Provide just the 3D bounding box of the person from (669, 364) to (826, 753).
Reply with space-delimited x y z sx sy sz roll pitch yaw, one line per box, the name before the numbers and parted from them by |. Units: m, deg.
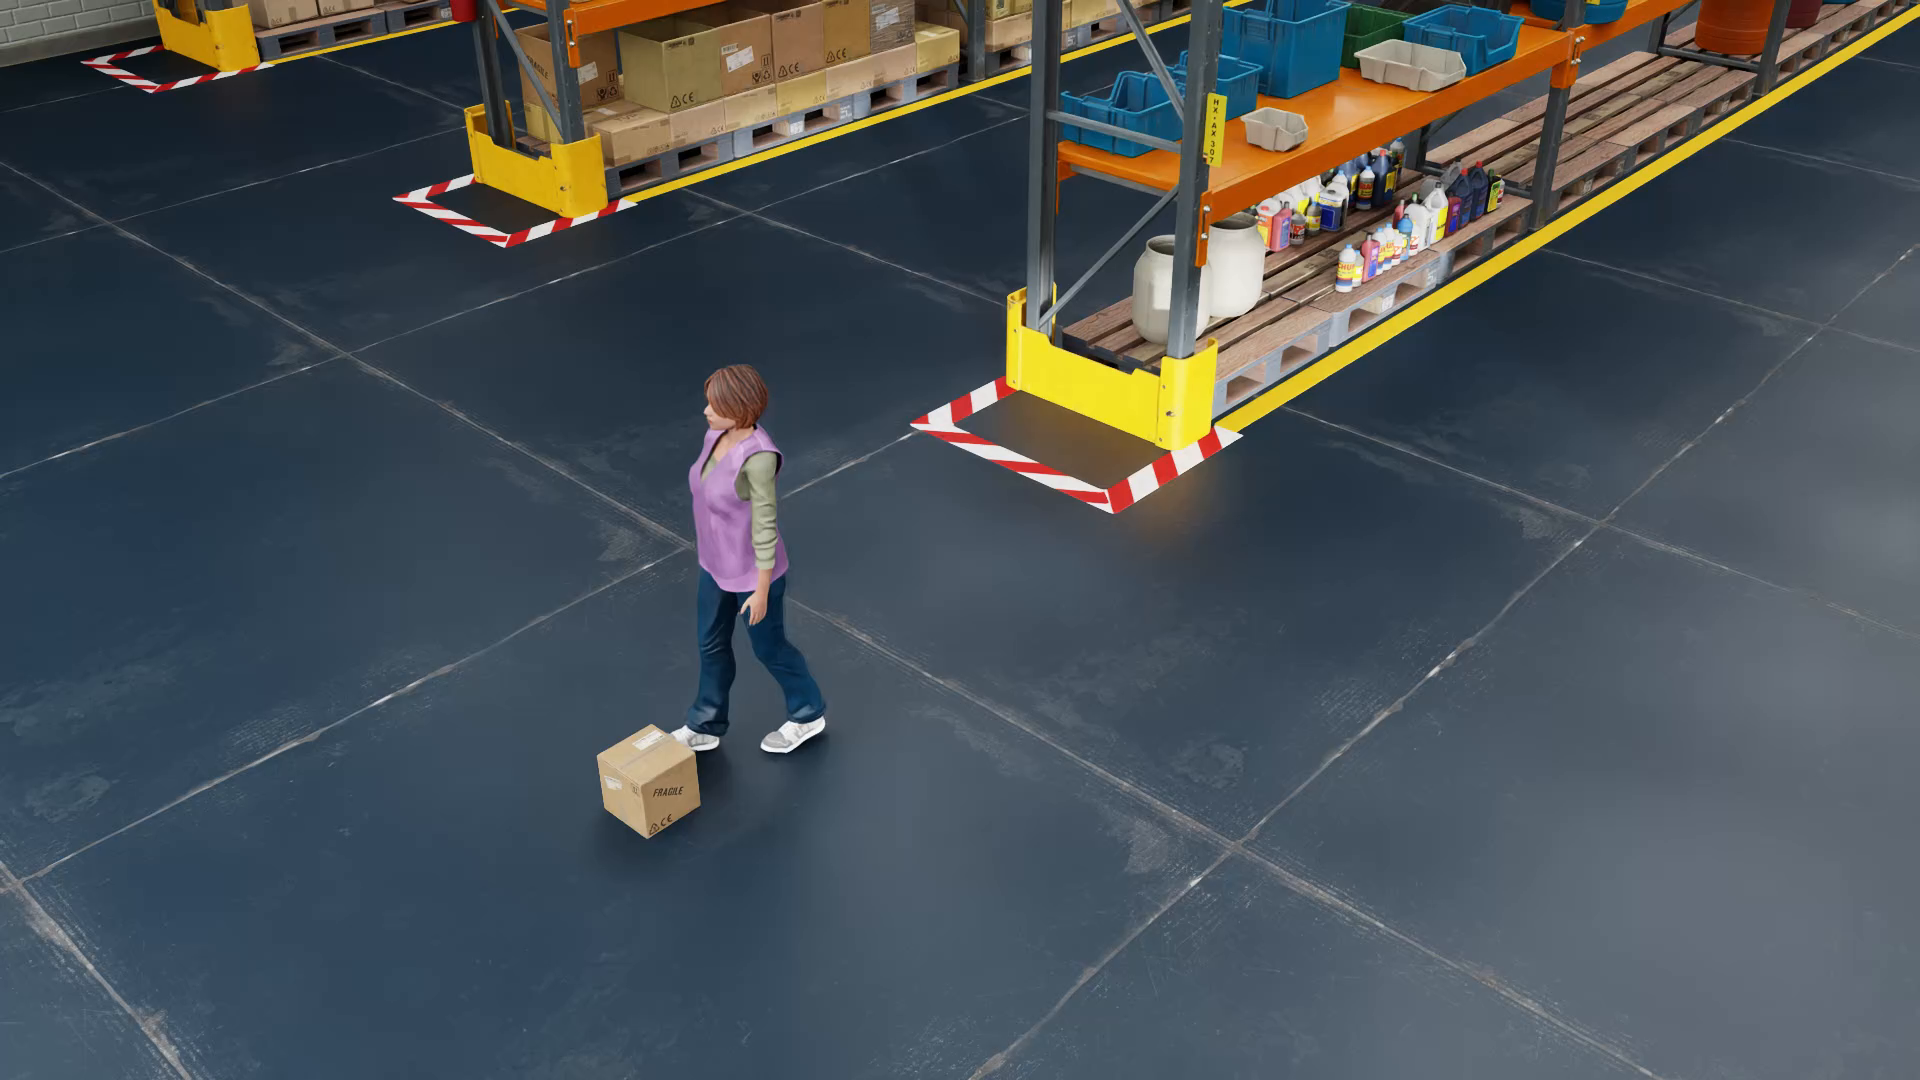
person | -0.827 0.122 5.938 0.660 1.594 0.427 -19 36 -28
